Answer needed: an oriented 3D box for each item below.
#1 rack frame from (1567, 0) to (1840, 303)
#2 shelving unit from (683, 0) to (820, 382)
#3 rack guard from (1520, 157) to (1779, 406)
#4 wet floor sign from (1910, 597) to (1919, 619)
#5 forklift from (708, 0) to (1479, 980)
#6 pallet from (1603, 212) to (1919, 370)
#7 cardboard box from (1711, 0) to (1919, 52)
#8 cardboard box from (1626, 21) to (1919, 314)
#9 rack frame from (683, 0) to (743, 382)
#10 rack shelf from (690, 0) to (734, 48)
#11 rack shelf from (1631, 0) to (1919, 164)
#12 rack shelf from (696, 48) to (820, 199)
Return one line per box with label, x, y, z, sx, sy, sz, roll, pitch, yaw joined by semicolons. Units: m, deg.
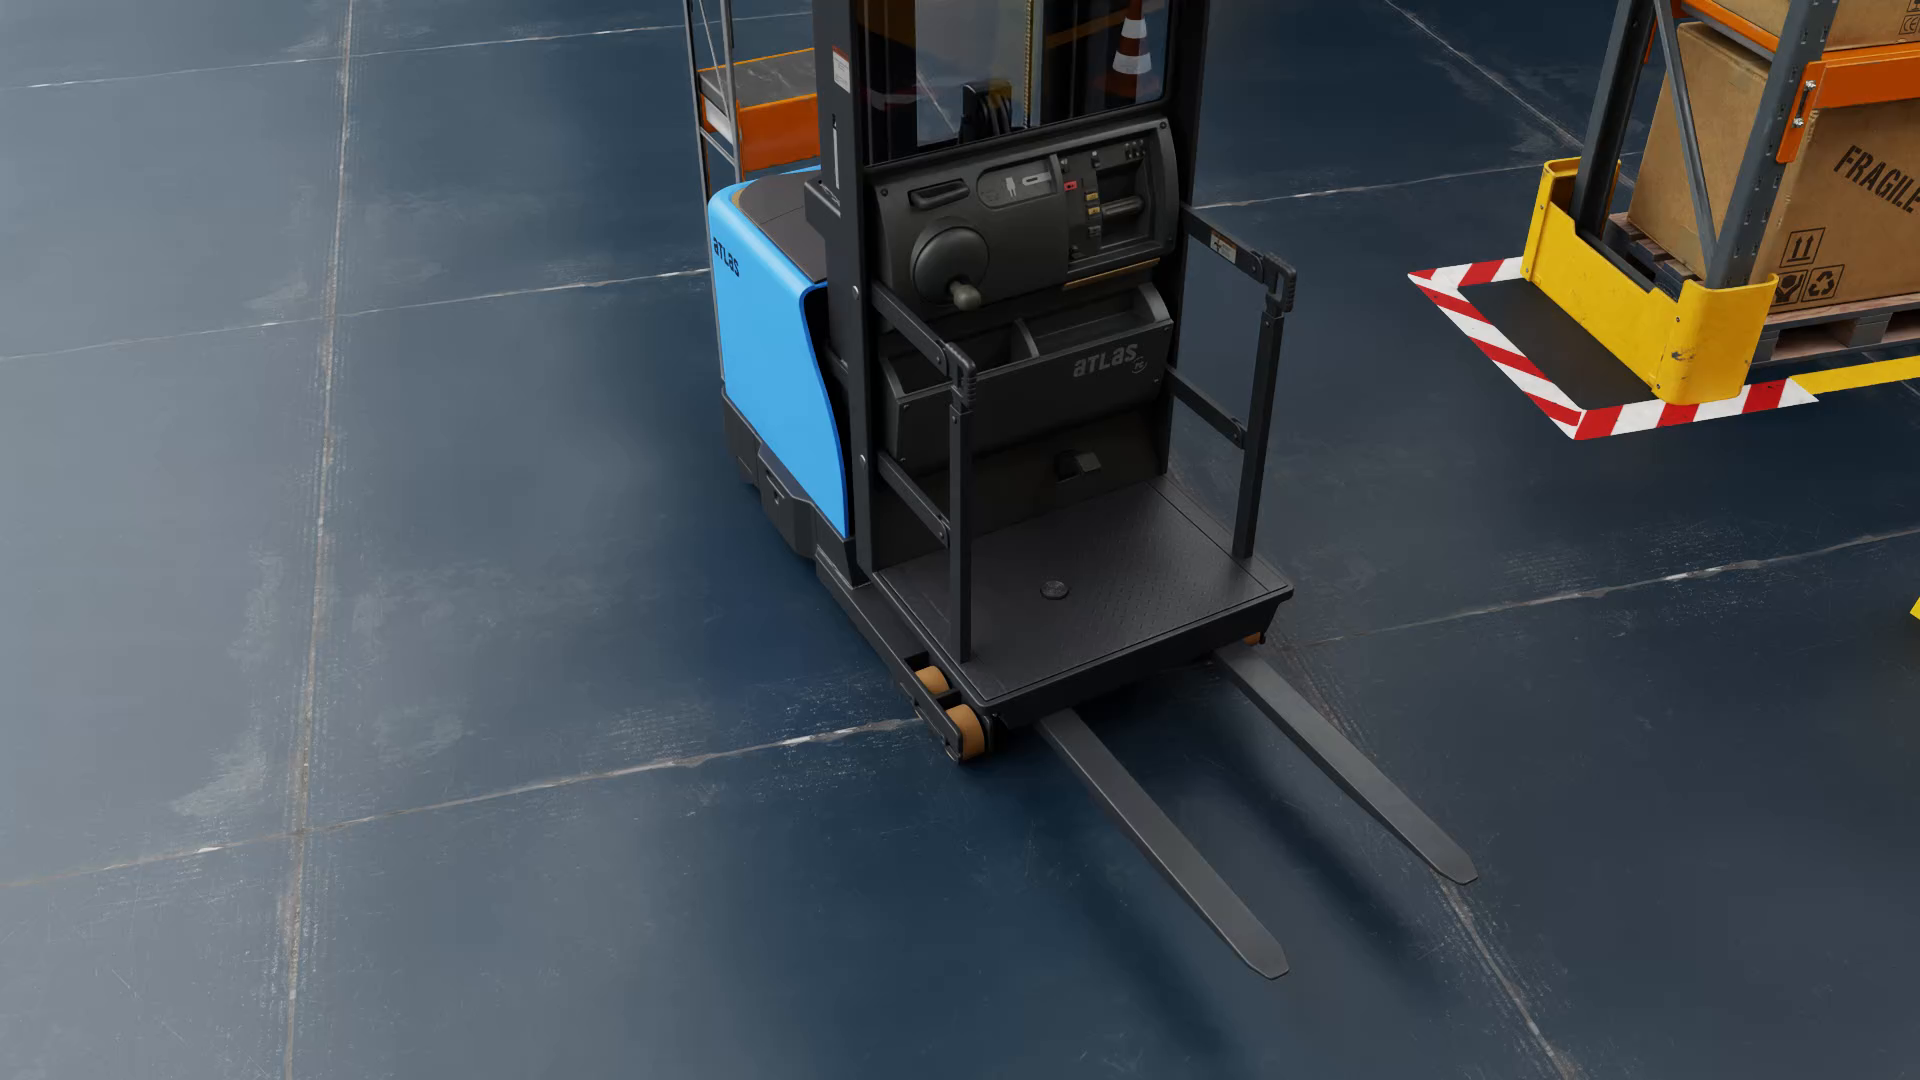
rack frame;2.778;-2.074;5.993;0.127;3.000;1.000;-9;38;-12
shelving unit;-0.628;-1.438;5.902;0.503;2.100;0.431;-18;41;-22
rack guard;2.755;-1.078;6.747;0.348;0.500;1.175;-9;38;-12
wet floor sign;3.266;0.027;5.184;0.232;0.644;0.267;-16;40;-20
forklift;0.304;-0.831;4.424;1.130;2.935;3.031;-19;41;-23
pallet;3.530;-1.139;7.066;1.213;0.211;1.003;-9;38;-12
cardboard box;3.125;-2.219;6.059;0.550;0.550;0.875;-9;38;-12
cardboard box;3.416;-1.543;6.702;0.875;0.875;0.875;-9;38;-12
rack frame;-0.843;-1.368;5.810;0.015;2.100;0.400;-18;41;-22
rack shelf;-0.628;-1.983;5.485;0.480;0.518;0.431;-18;41;-22
rack shelf;4.709;-2.105;6.625;4.000;0.370;1.077;-9;38;-12
rack shelf;-0.628;-1.427;5.910;0.480;0.518;0.431;-18;41;-22
